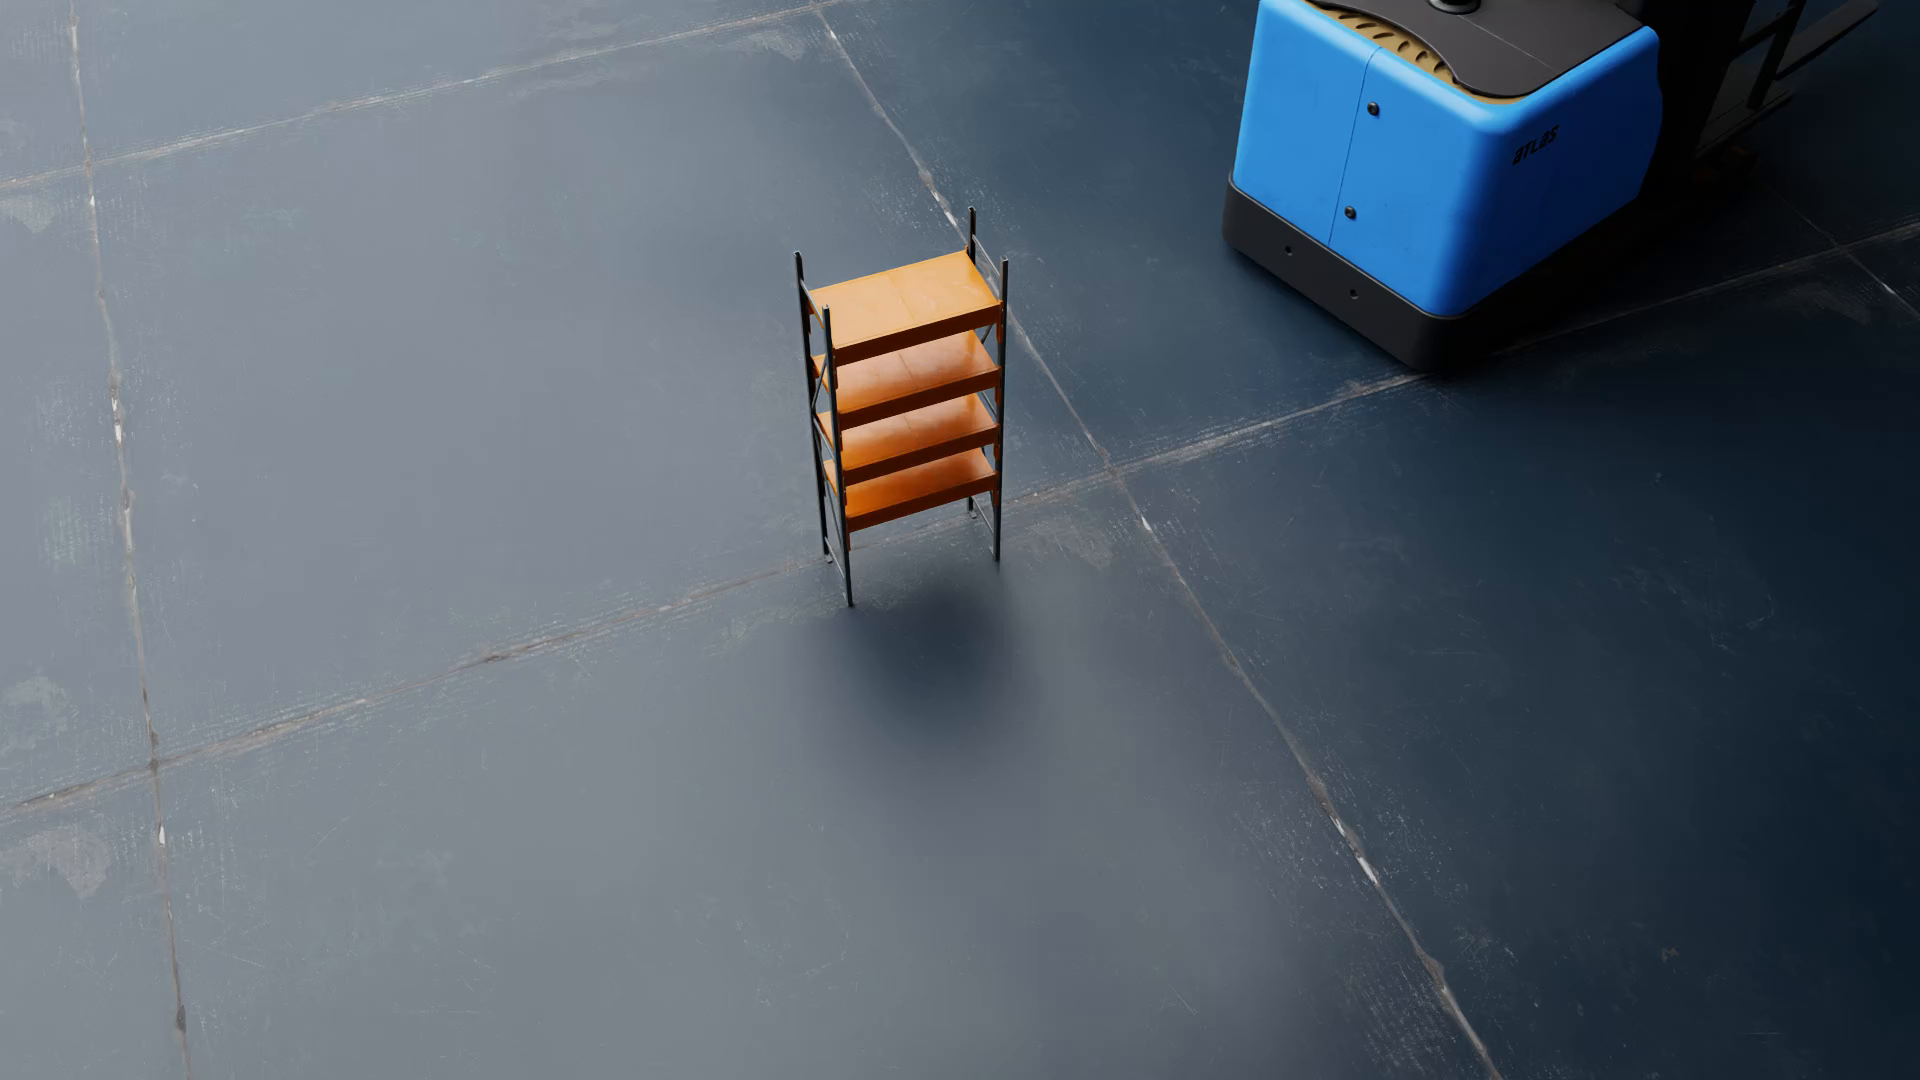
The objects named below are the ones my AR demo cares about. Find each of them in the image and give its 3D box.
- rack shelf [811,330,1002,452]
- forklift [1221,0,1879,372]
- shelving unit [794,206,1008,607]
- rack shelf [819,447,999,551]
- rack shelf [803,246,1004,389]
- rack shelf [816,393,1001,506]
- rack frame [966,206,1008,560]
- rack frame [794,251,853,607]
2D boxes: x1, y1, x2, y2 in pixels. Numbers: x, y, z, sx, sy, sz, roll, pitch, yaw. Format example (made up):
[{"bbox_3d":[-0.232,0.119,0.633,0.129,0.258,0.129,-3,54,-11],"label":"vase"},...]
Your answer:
[{"bbox_3d":[-0.153,-0.445,4.635,0.480,0.148,0.258,-17,52,-14],"label":"rack shelf"},{"bbox_3d":[2.417,-2.484,5.451,3.031,2.935,1.130,-32,57,-25],"label":"forklift"},{"bbox_3d":[-0.153,-0.343,4.754,0.503,1.200,0.258,-17,52,-14],"label":"shelving unit"},{"bbox_3d":[-0.153,-0.170,4.956,0.480,0.148,0.258,-17,52,-14],"label":"rack shelf"},{"bbox_3d":[-0.153,-0.599,4.456,0.480,0.148,0.258,-17,52,-14],"label":"rack shelf"},{"bbox_3d":[-0.153,-0.300,4.805,0.480,0.148,0.258,-17,52,-14],"label":"rack shelf"},{"bbox_3d":[0.073,-0.413,4.814,0.015,1.200,0.240,-17,52,-14],"label":"rack frame"},{"bbox_3d":[-0.379,-0.273,4.694,0.015,1.200,0.240,-17,52,-14],"label":"rack frame"}]
